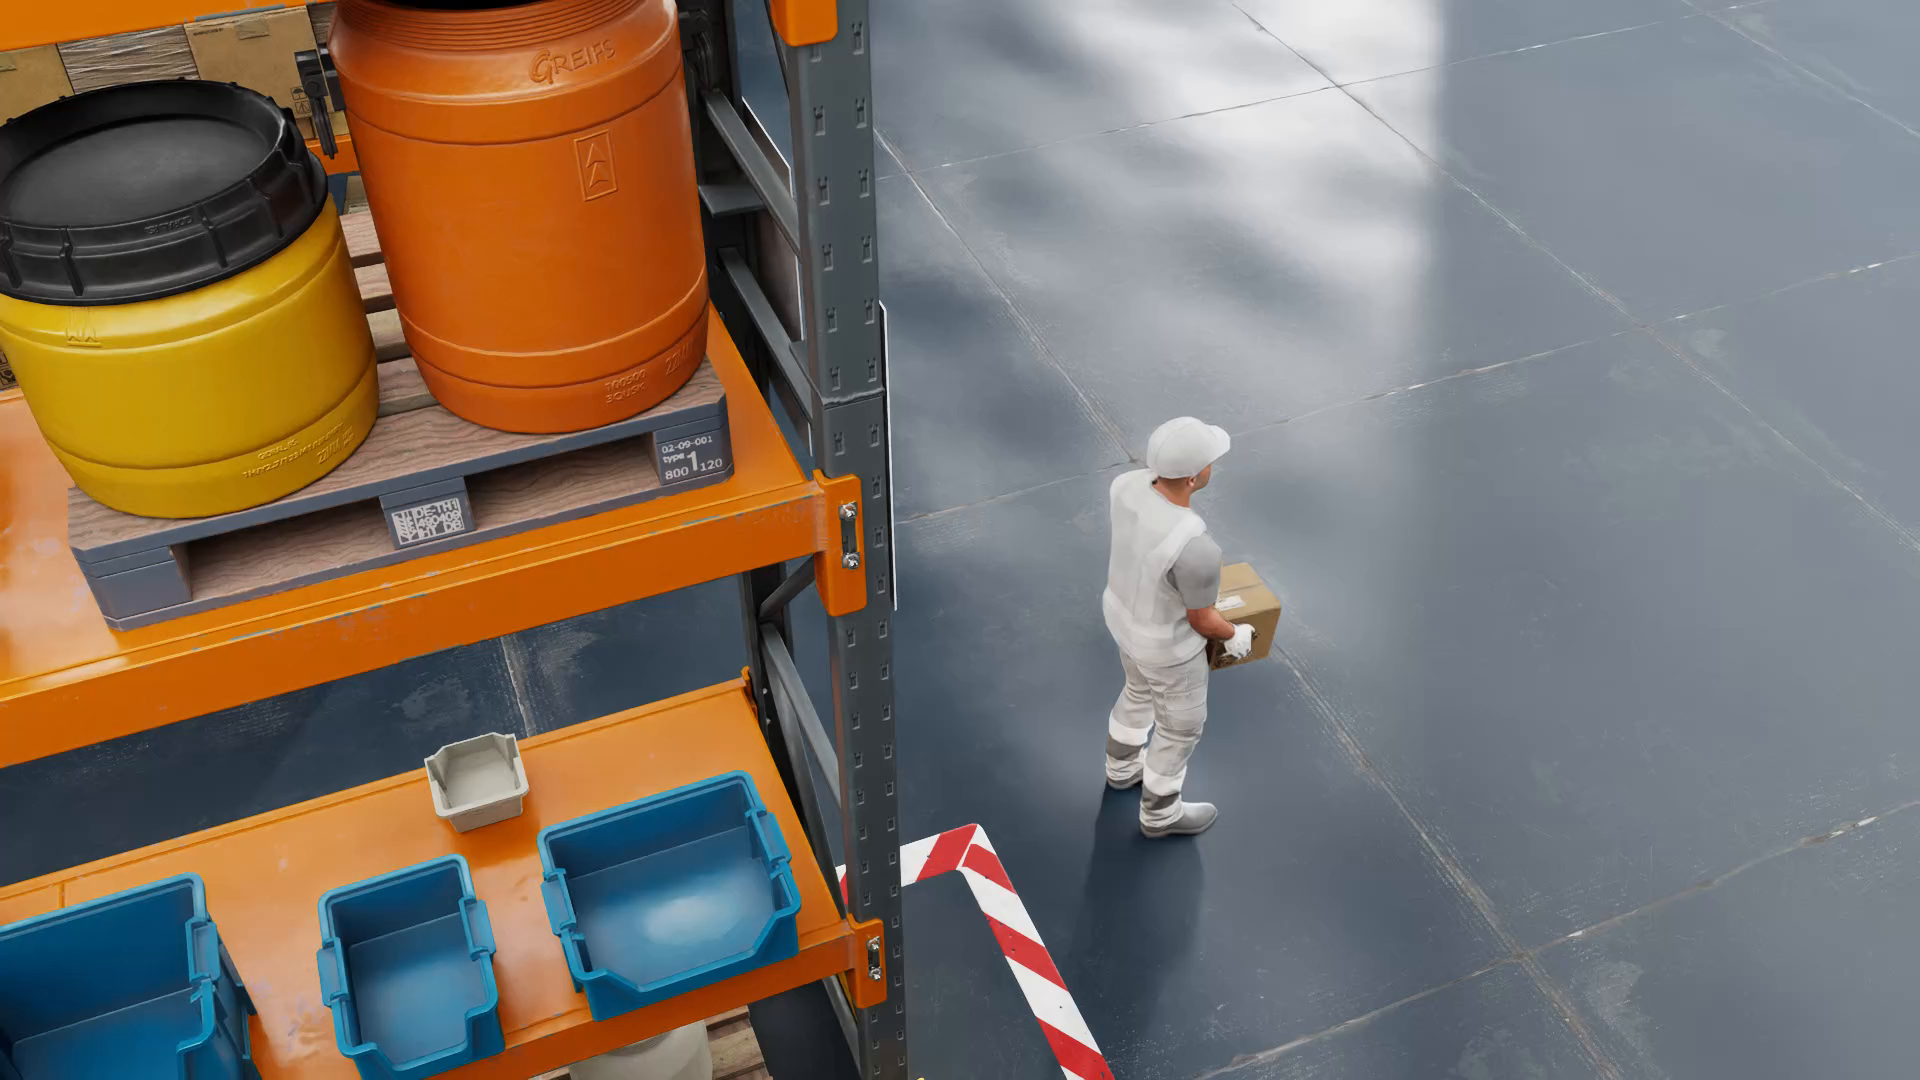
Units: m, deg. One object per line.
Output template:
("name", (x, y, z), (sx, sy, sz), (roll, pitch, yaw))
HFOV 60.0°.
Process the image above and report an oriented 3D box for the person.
("person", (0.744, 0.296, 5.802), (0.474, 1.793, 0.533), (-16, 44, -17))
